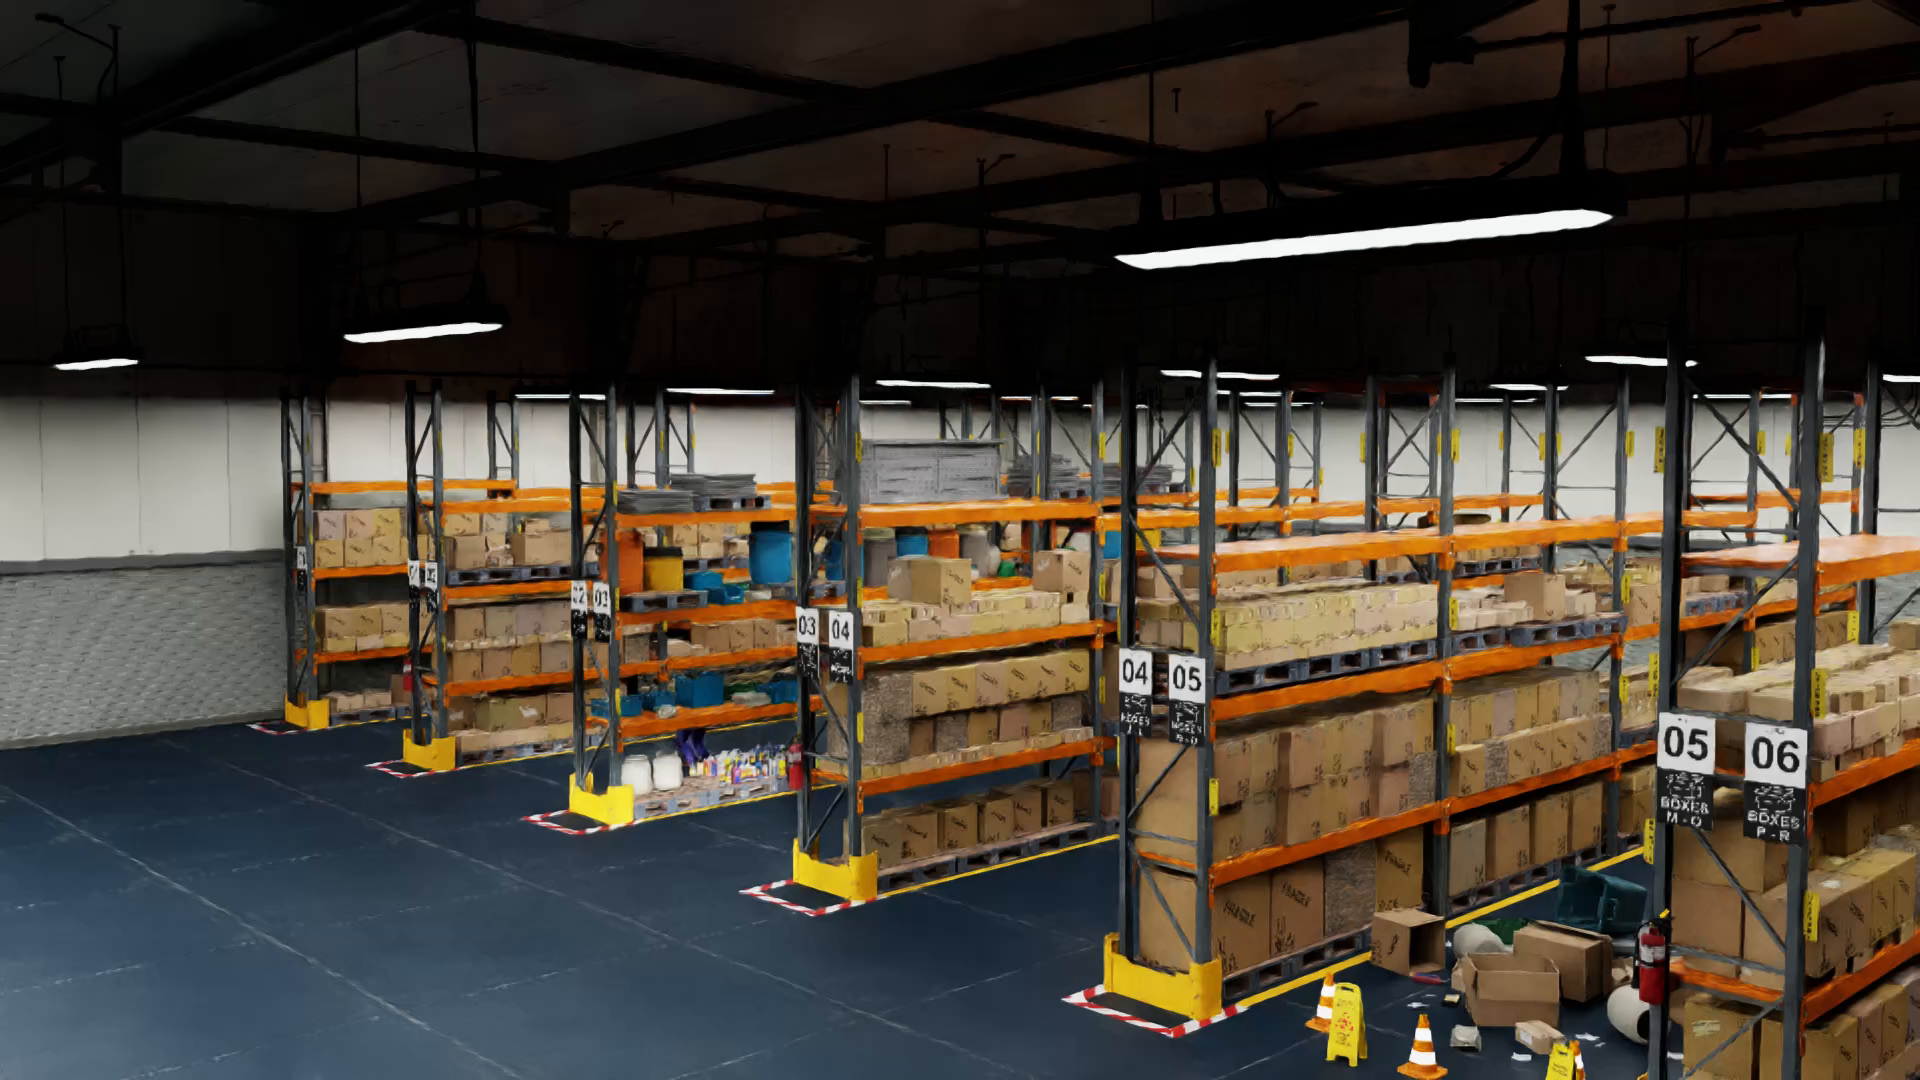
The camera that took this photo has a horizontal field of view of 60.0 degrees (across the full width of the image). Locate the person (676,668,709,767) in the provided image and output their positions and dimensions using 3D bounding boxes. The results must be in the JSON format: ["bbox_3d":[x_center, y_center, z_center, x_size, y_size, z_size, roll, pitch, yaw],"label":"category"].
[{"bbox_3d":[-4.106,2.745,25.547,0.625,1.593,0.517,4,5,44],"label":"person"}]

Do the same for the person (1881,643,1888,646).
[{"bbox_3d":[14.967,2.554,26.789,0.474,1.770,0.652,1,4,13],"label":"person"}]
